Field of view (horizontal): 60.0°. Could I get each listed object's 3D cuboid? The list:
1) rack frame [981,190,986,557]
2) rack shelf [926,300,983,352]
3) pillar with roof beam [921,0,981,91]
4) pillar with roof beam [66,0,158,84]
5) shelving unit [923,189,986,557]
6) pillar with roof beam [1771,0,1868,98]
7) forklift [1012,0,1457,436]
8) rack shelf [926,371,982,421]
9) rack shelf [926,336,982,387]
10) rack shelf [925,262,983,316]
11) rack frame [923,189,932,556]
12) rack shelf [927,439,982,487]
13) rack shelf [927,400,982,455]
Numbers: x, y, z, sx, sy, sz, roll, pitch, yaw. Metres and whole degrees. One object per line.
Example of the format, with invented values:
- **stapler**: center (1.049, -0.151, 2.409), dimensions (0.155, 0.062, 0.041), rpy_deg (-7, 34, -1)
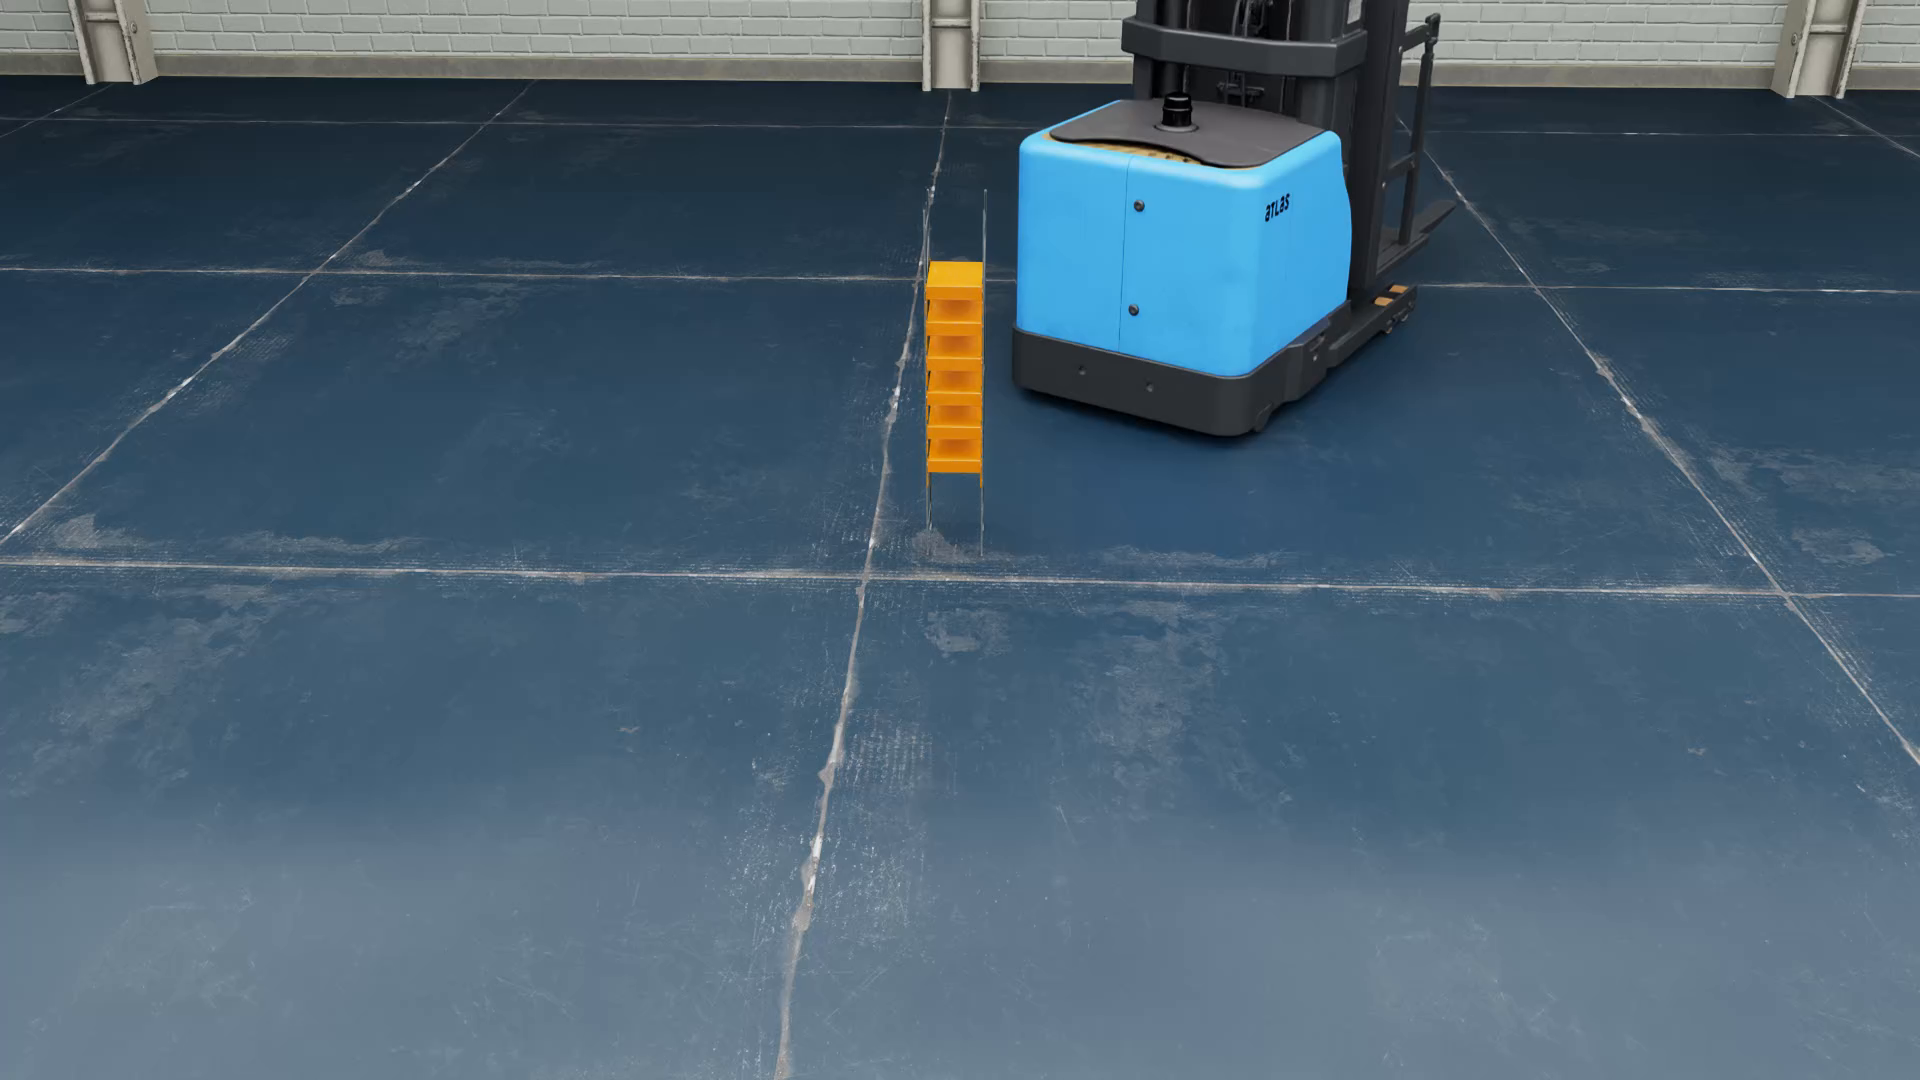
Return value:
- **rack frame**: center (0.077, -0.529, 5.467), dimensions (0.006, 1.200, 0.240), rpy_deg (1, 28, 2)
- **rack shelf**: center (-0.014, -0.703, 5.378), dimensions (0.180, 0.103, 0.258), rpy_deg (1, 28, 2)
- **pillar with roof beam**: center (-0.212, -5.197, 5.946), dimensions (0.400, 9.000, 9.100), rpy_deg (1, 28, 2)
- **pillar with roof beam**: center (-6.209, -5.296, 6.133), dimensions (0.400, 9.000, 9.100), rpy_deg (1, 28, 2)
- **shelving unit**: center (-0.014, -0.530, 5.469), dimensions (0.189, 1.200, 0.258), rpy_deg (1, 28, 2)
- **pillar with roof beam**: center (5.784, -5.098, 5.759), dimensions (0.400, 9.000, 9.100), rpy_deg (1, 28, 2)
- **forklift**: center (1.444, -2.334, 7.024), dimensions (1.130, 2.935, 3.031), rpy_deg (17, 32, 29)
- **rack shelf**: center (-0.014, -0.491, 5.490), dimensions (0.180, 0.103, 0.258), rpy_deg (1, 28, 2)
- **rack shelf**: center (-0.014, -0.597, 5.434), dimensions (0.180, 0.103, 0.258), rpy_deg (1, 28, 2)
- **rack shelf**: center (-0.014, -0.809, 5.322), dimensions (0.180, 0.103, 0.258), rpy_deg (1, 28, 2)
- **rack frame**: center (-0.106, -0.532, 5.472), dimensions (0.006, 1.200, 0.240), rpy_deg (1, 28, 2)
- **rack shelf**: center (-0.014, -0.279, 5.603), dimensions (0.180, 0.103, 0.258), rpy_deg (1, 28, 2)
- **rack shelf**: center (-0.014, -0.385, 5.546), dimensions (0.180, 0.103, 0.258), rpy_deg (1, 28, 2)
